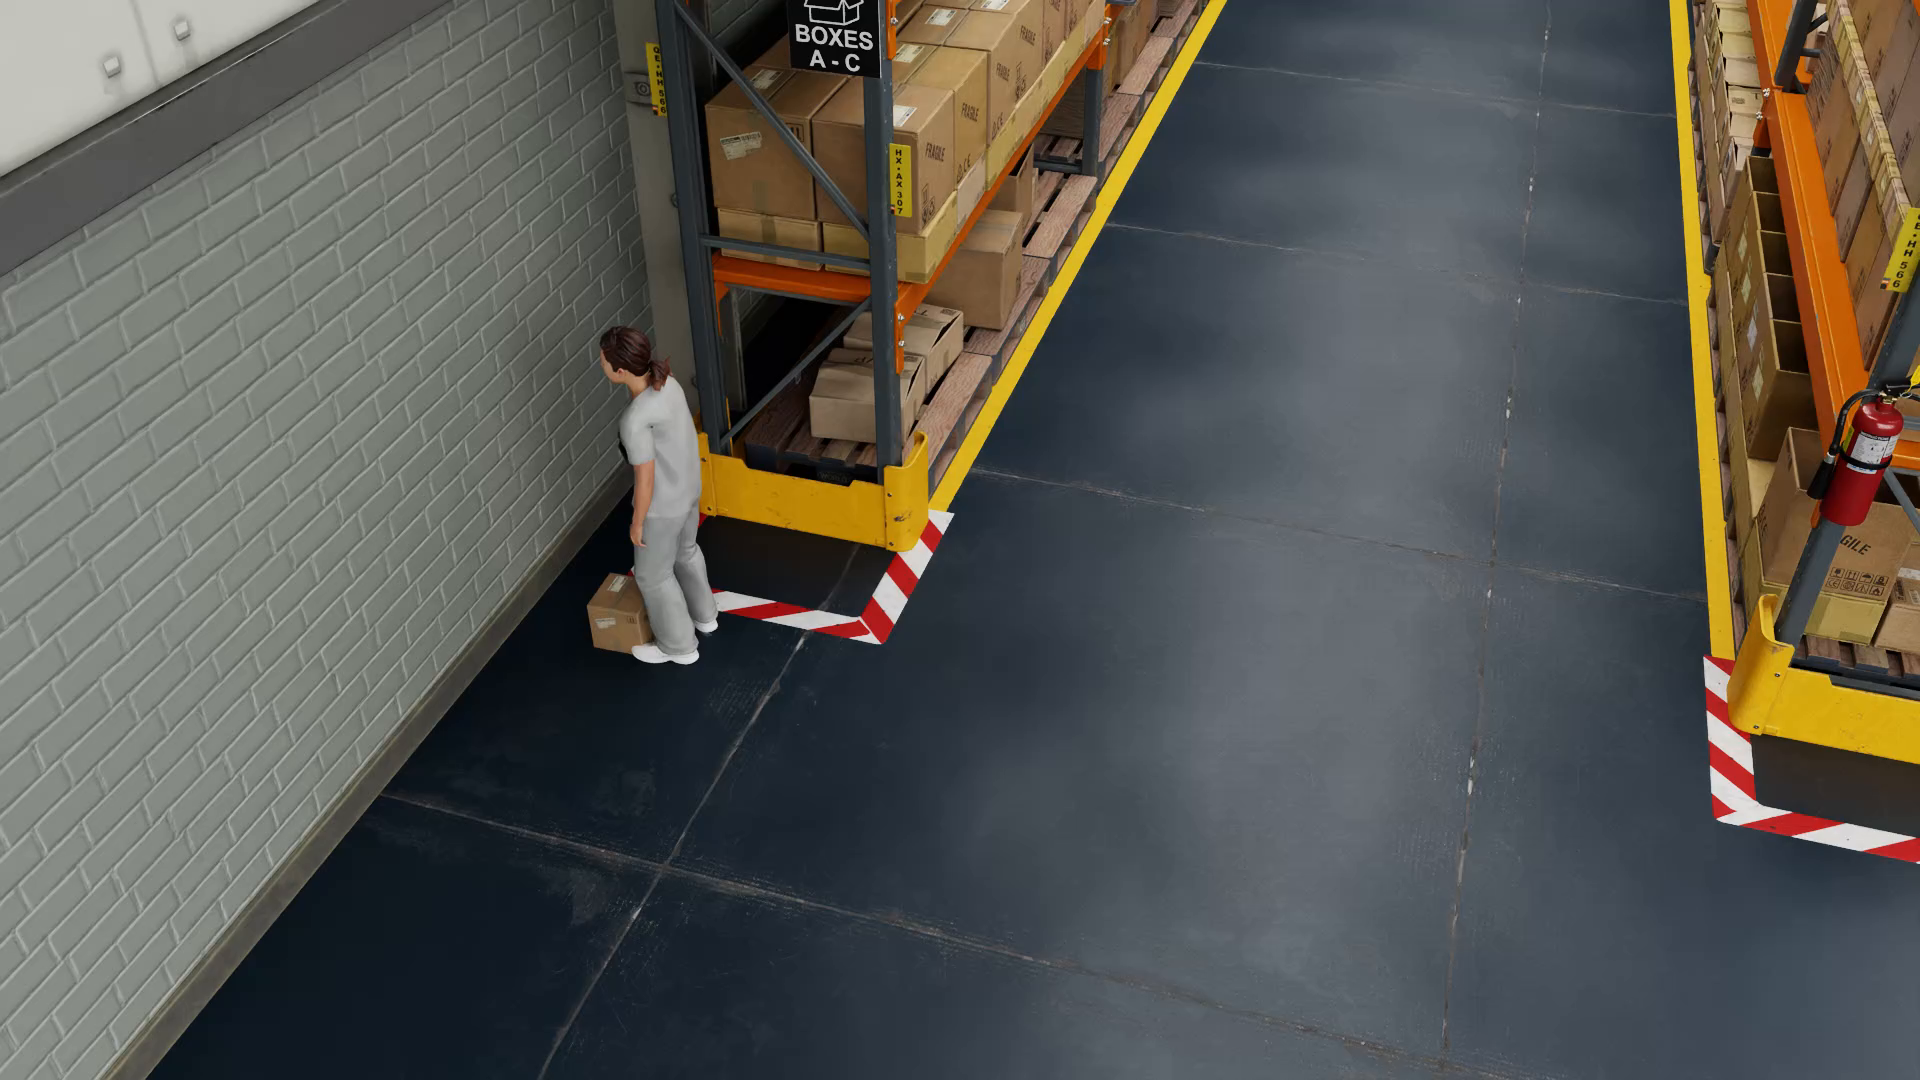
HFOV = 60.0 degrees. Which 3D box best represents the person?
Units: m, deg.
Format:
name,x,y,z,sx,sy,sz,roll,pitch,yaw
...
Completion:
name,x,y,z,sx,sy,sz,roll,pitch,yaw
person,-1.289,-0.186,7.138,0.363,1.672,0.514,9,38,11
